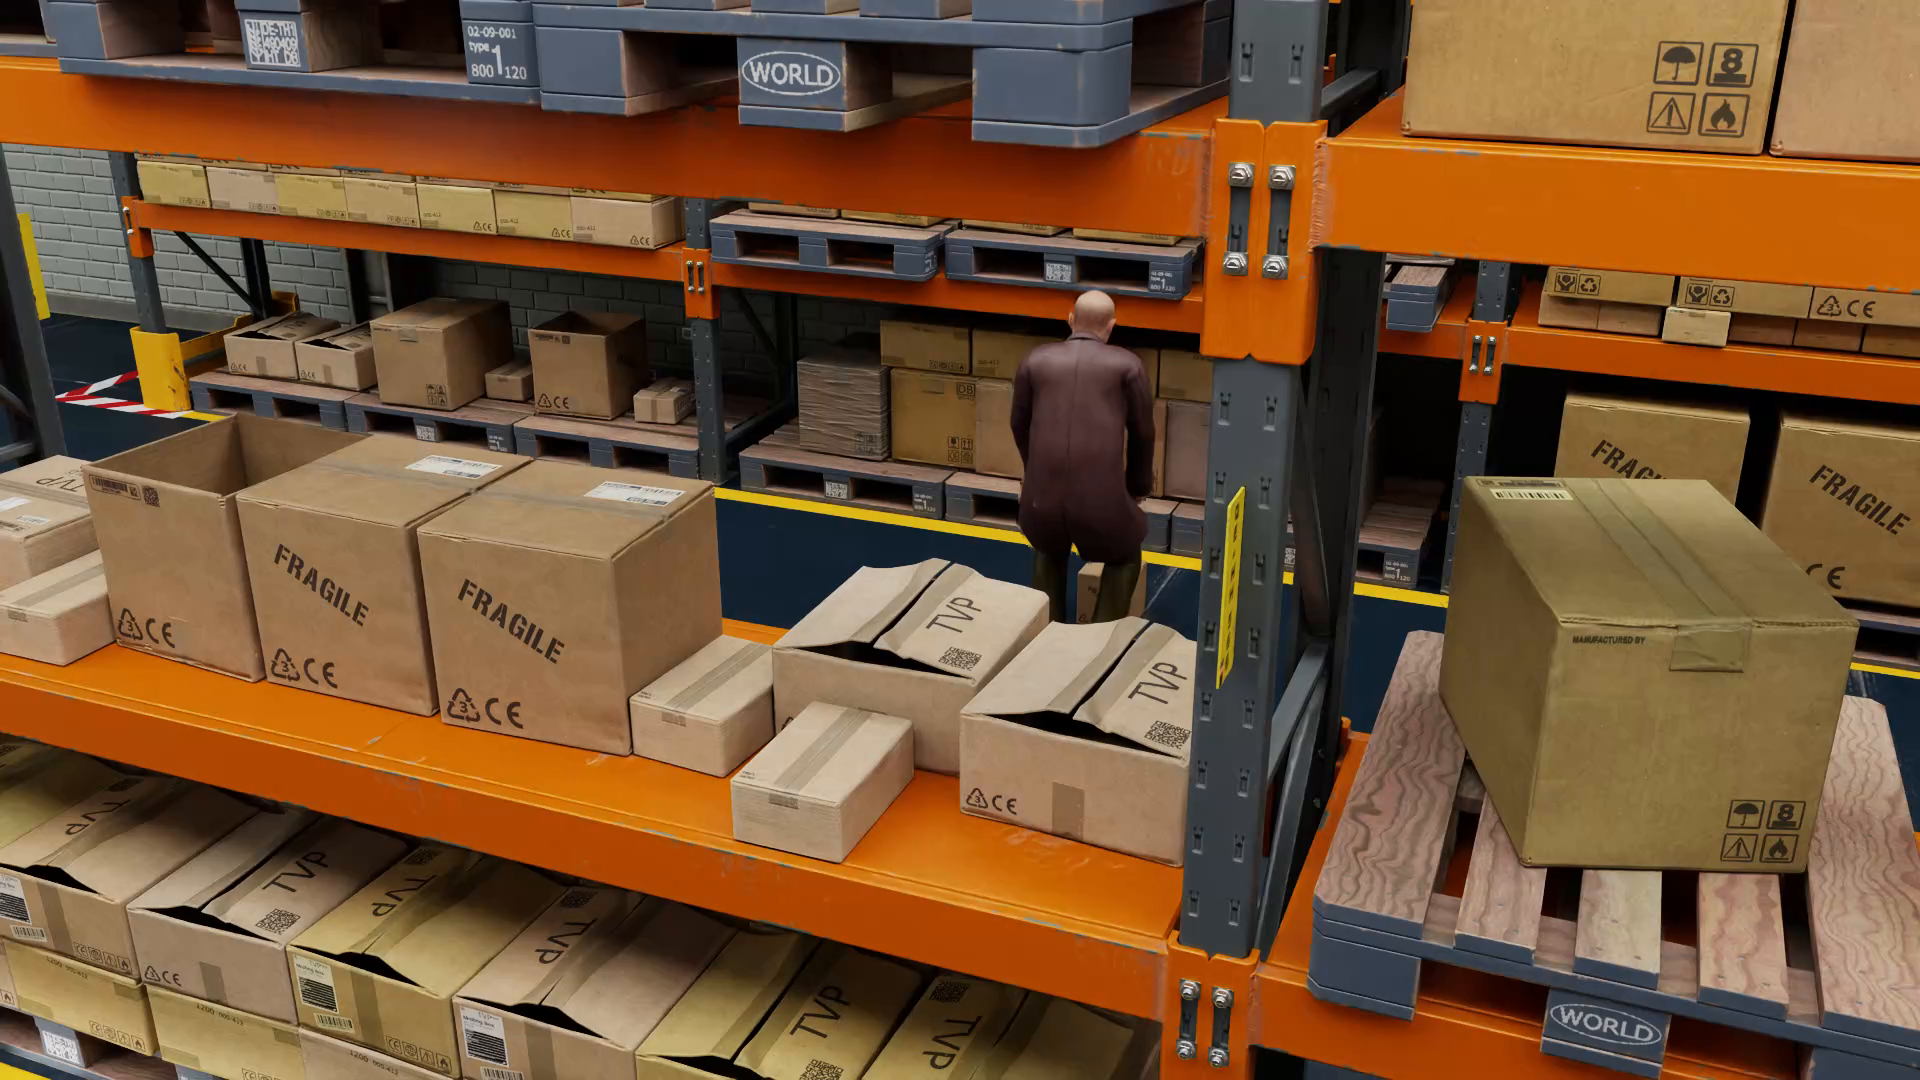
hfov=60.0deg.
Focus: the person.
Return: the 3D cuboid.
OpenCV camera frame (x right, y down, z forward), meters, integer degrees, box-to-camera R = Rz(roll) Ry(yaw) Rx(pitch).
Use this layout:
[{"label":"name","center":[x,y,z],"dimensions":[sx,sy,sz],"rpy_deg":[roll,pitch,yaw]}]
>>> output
[{"label":"person","center":[0.485,-0.212,6.897],"dimensions":[0.623,1.588,0.588],"rpy_deg":[9,24,21]}]
